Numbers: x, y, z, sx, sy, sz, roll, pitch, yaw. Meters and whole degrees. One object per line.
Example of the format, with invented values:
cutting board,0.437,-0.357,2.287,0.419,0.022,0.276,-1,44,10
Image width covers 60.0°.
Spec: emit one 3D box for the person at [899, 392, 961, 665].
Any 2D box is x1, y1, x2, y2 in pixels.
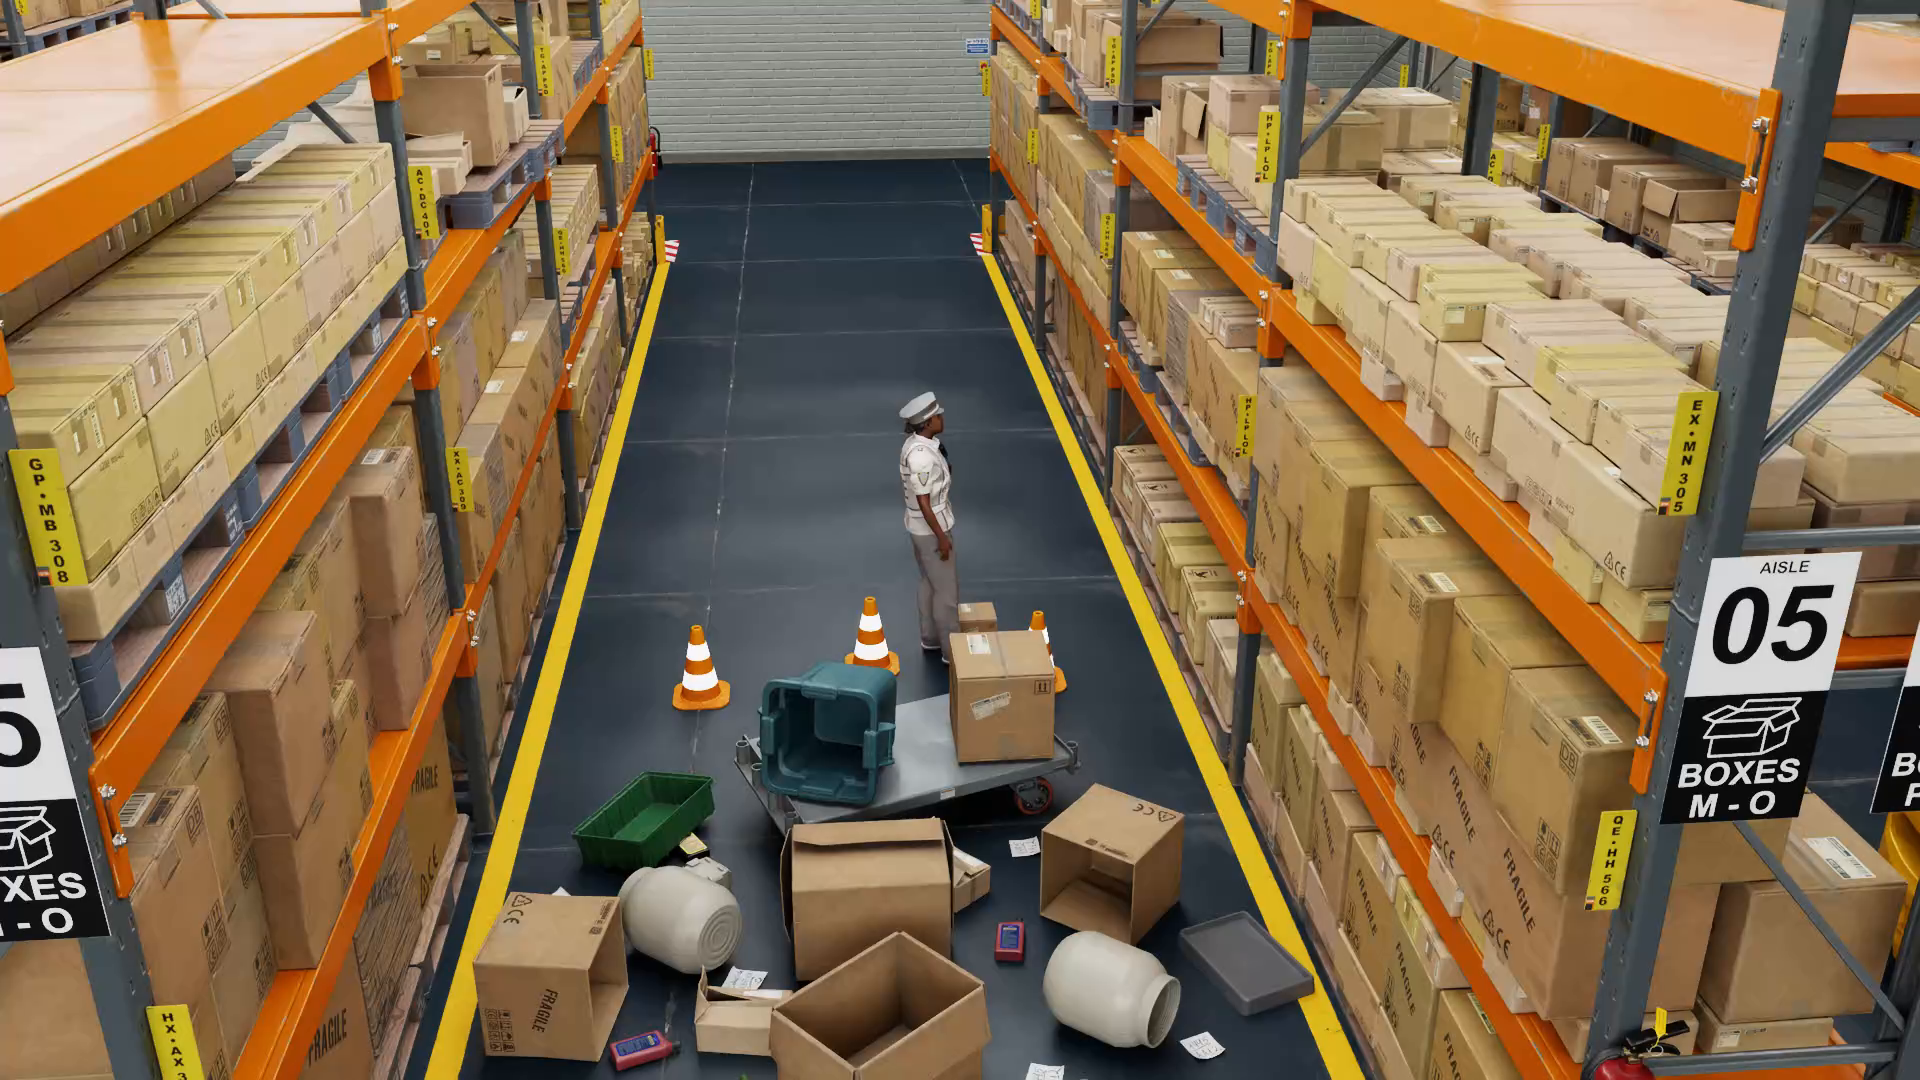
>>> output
person,-0.103,-0.080,10.216,0.528,1.697,0.570,-2,24,-5
